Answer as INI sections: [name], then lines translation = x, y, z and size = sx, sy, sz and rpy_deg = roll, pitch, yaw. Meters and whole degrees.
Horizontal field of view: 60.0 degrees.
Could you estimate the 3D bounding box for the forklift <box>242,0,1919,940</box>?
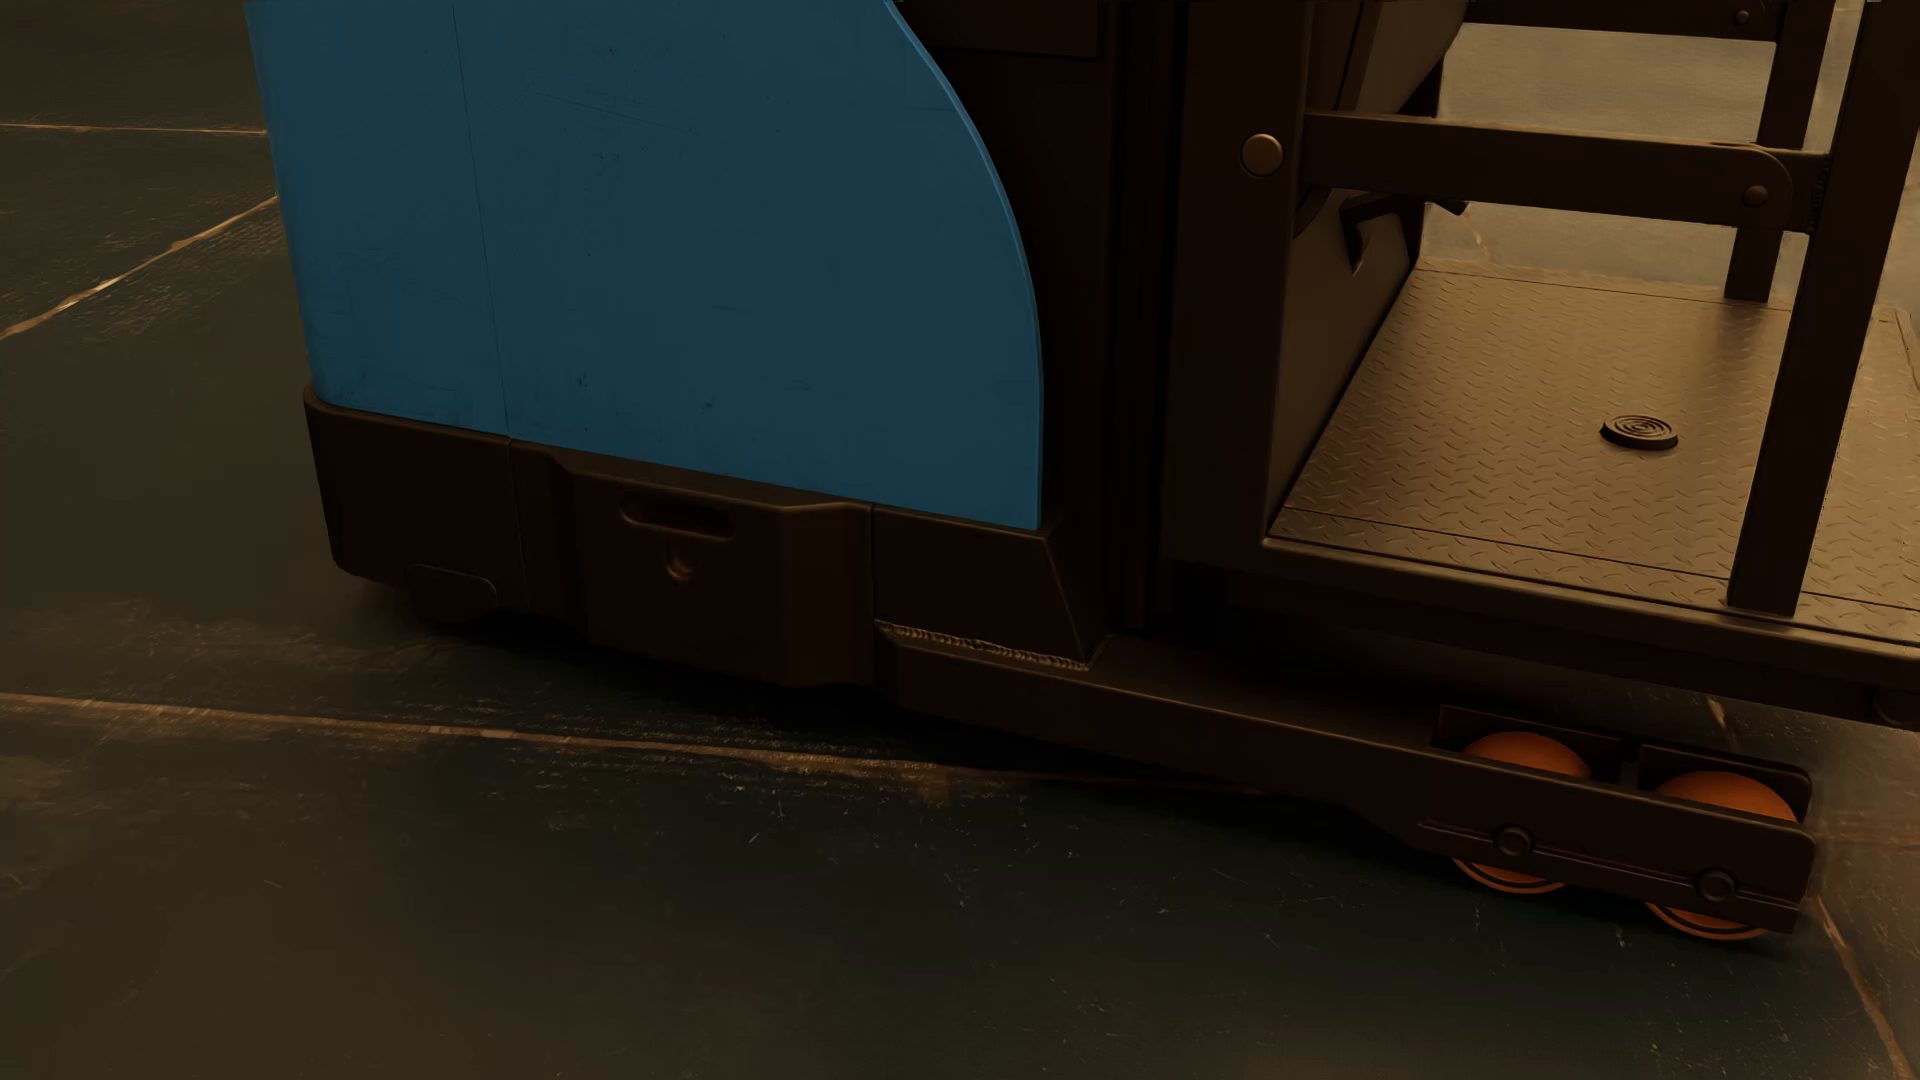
[forklift]
translation = 0.696, -1.176, 1.575
size = 3.031, 2.935, 1.130
rpy_deg = 10, 28, 20
